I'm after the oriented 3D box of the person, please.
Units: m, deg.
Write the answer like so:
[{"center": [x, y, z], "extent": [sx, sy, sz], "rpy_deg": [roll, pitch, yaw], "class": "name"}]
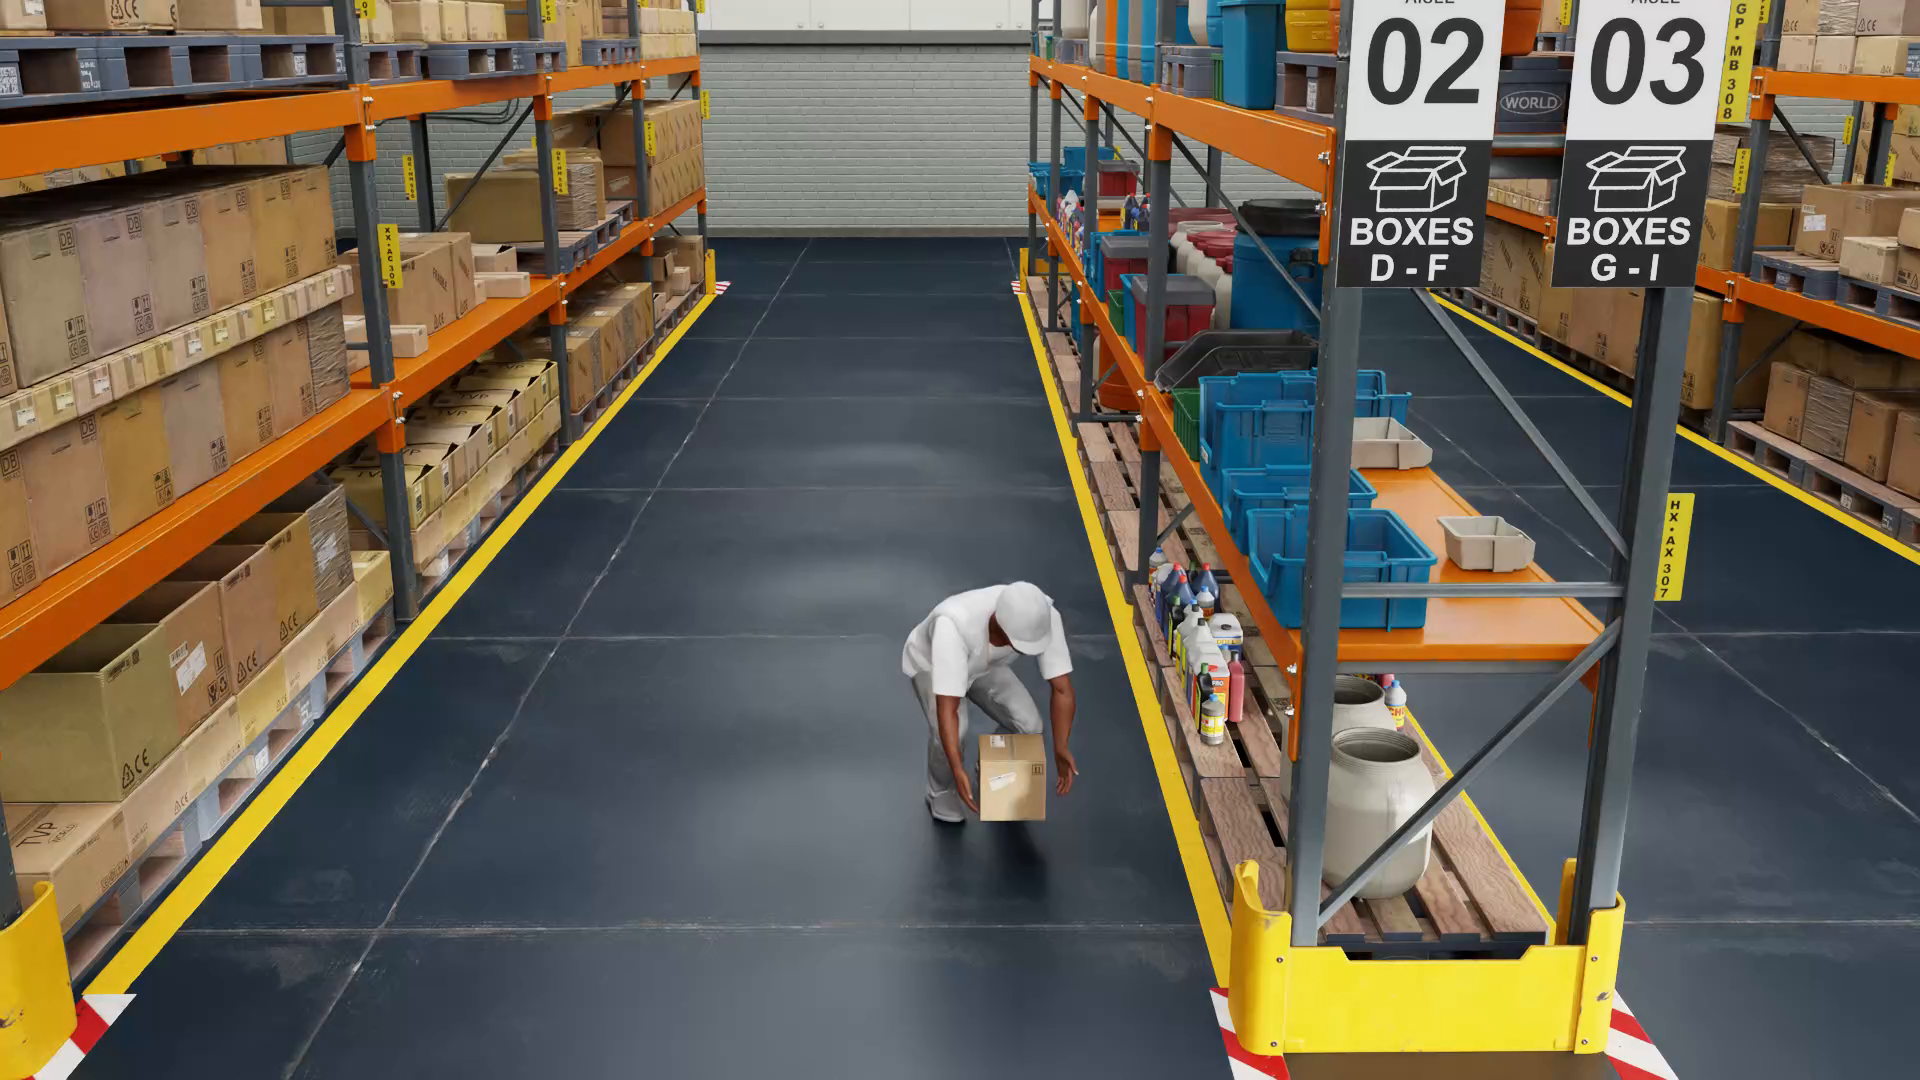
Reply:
[{"center": [0.115, 0.597, 6.712], "extent": [0.598, 1.091, 0.862], "rpy_deg": [-6, 18, -19], "class": "person"}]
